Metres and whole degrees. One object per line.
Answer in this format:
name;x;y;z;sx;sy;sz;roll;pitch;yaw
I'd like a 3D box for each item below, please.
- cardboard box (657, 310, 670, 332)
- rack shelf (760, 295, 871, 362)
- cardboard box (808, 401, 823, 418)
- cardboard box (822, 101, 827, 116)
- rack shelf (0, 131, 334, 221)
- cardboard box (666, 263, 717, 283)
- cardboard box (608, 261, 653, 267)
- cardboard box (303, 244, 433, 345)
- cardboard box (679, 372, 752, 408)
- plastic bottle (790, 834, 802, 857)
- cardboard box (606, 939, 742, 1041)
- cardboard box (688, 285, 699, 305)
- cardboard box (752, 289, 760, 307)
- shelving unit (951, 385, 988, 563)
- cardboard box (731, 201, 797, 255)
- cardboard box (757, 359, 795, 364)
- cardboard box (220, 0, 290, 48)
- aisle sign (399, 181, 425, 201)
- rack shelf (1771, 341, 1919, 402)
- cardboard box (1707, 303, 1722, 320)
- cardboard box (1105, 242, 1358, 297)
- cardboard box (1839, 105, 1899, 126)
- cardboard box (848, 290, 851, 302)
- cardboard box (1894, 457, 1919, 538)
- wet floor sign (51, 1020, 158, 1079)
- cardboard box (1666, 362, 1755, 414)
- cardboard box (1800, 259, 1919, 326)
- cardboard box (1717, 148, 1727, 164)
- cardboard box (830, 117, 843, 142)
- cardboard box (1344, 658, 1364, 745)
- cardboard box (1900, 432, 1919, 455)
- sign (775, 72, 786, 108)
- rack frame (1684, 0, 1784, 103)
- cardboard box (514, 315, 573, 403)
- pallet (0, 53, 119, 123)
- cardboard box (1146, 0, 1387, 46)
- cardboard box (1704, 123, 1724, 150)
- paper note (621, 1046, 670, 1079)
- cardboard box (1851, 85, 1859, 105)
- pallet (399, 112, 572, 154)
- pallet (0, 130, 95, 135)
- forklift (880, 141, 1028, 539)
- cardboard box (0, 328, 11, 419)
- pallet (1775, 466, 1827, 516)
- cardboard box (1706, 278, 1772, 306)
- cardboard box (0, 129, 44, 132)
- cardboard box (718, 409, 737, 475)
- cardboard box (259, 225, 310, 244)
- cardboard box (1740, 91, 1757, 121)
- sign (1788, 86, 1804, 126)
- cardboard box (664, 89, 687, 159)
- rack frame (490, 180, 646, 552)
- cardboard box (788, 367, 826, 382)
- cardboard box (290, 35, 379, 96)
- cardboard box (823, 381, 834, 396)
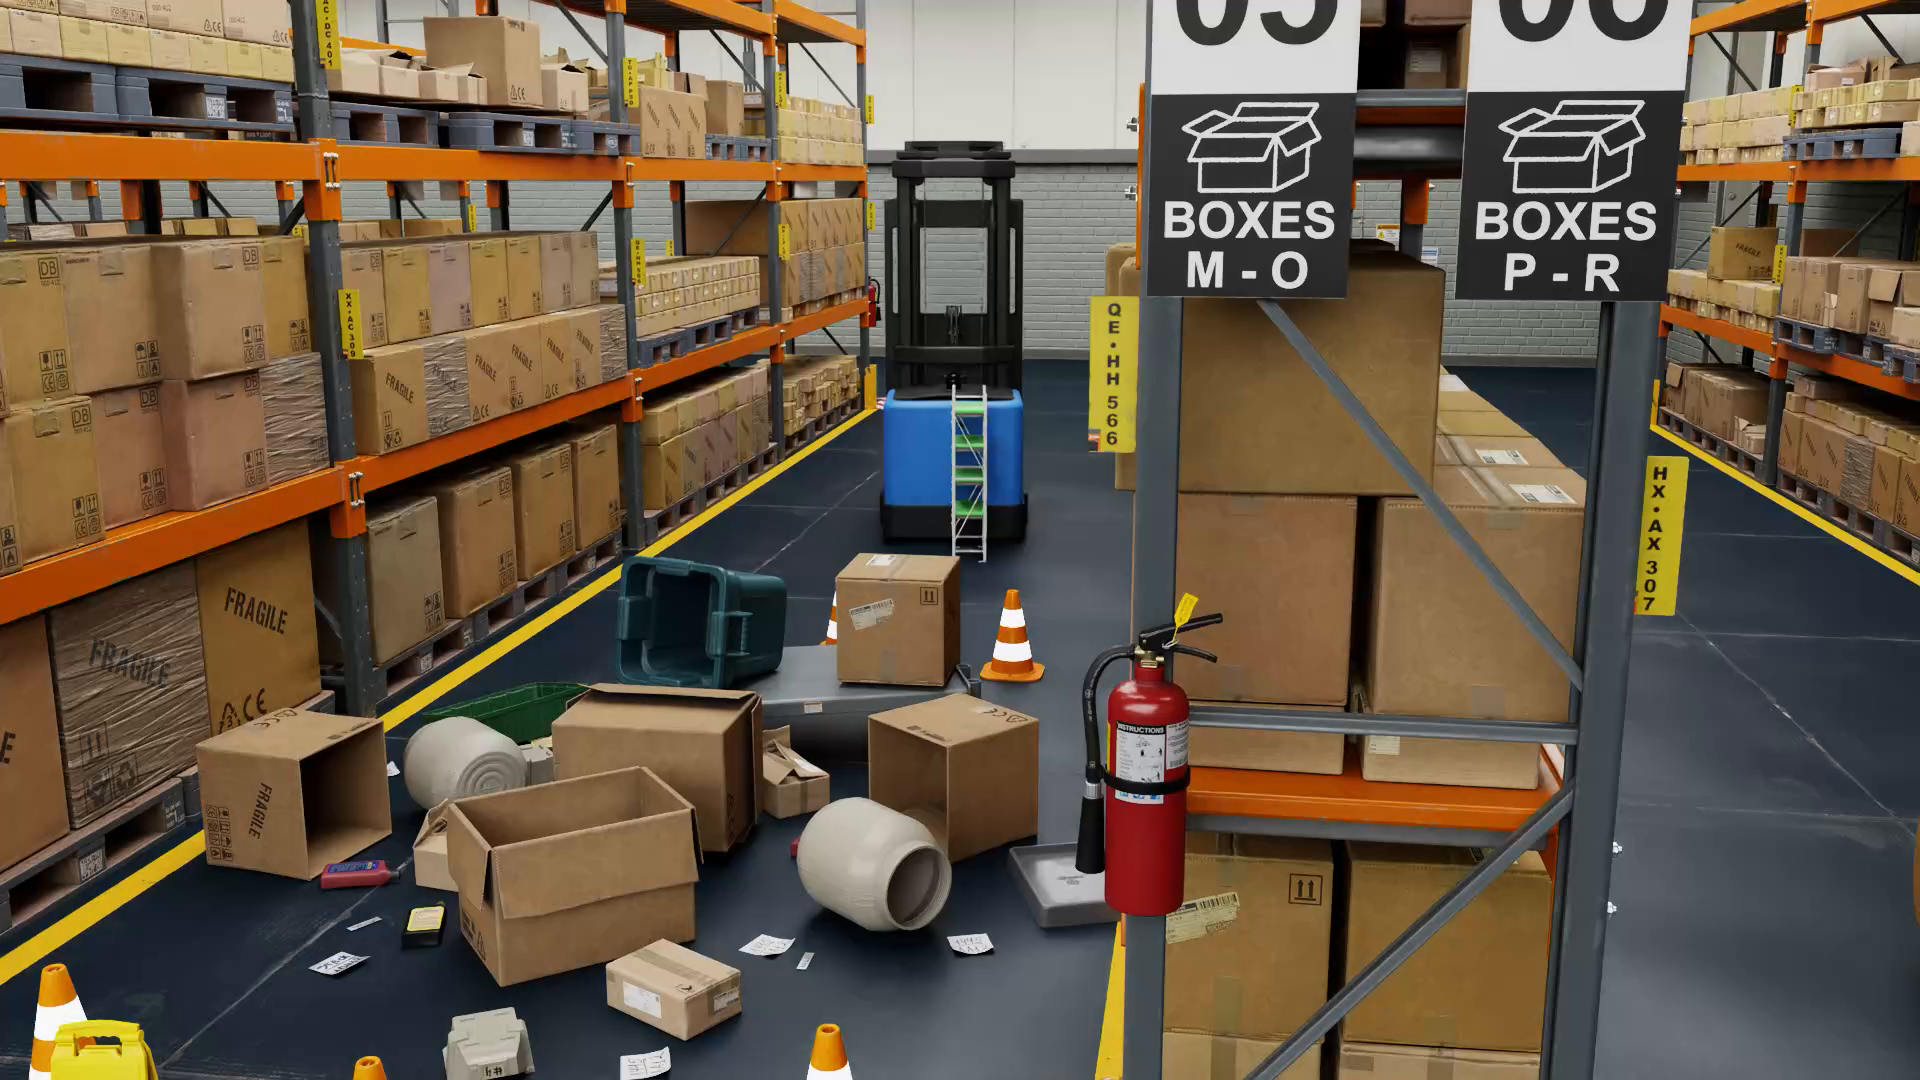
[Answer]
cardboard box;-2.460;-1.688;12.803;0.380;0.149;0.250;3;12;11
rack shelf;-1.888;-2.304;17.771;1.077;0.370;4.000;2;12;9
cardboard box;-1.662;-1.388;17.582;0.380;0.149;0.250;2;12;7
cardboard box;-1.599;-4.506;17.383;0.380;0.149;0.250;2;12;7
rack shelf;-3.733;-1.272;5.863;1.077;0.370;4.000;2;12;9
cardboard box;-2.265;-2.251;14.007;0.380;0.149;0.250;1;12;6
cardboard box;-2.869;-2.329;14.366;0.380;0.149;0.250;2;12;8
cardboard box;-3.278;-1.322;8.897;0.700;0.500;0.500;2;12;8
cardboard box;-2.152;-1.319;14.651;0.500;0.250;0.500;2;12;11
plastic bottle;-0.570;1.210;6.734;0.133;0.061;0.283;4;13;18
cardboard box;-0.928;1.454;5.395;0.380;0.149;0.250;10;15;38
cardboard box;-2.341;-1.997;13.531;0.380;0.149;0.250;2;12;8
cardboard box;-2.061;-2.232;15.332;0.380;0.149;0.250;2;12;7
shelving unit;0.066;-0.477;11.858;0.258;1.200;0.503;0;12;0
cardboard box;-1.885;-3.008;16.015;0.500;0.500;0.500;2;12;10
cardboard box;-2.085;-1.967;18.857;0.380;0.149;0.250;2;12;8
cardboard box;-3.247;-2.256;7.135;0.500;0.250;0.500;2;12;8
aisle sign;-6.751;-4.549;20.311;0.394;0.787;0.004;2;12;9
rack shelf;7.309;-1.172;12.518;1.077;0.370;4.000;2;12;9
cardboard box;7.643;-2.268;16.493;0.380;0.149;0.250;2;12;10
cardboard box;0.791;-0.613;4.900;0.700;0.500;0.500;2;12;8
cardboard box;7.023;-3.275;12.814;0.380;0.149;0.250;2;12;8
cardboard box;-1.450;-2.769;18.817;0.380;0.149;0.250;2;12;8
cardboard box;6.942;-0.289;11.652;0.500;0.500;0.500;2;12;8
wet floor sign;-2.089;1.480;4.094;0.267;0.644;0.232;0;12;-1
cardboard box;8.044;-1.633;17.880;0.797;0.503;0.637;1;12;6
cardboard box;7.242;-1.993;13.385;0.700;0.500;0.500;2;12;9
cardboard box;7.621;-3.741;16.209;0.380;0.149;0.250;2;12;9
cardboard box;-1.558;-4.392;17.802;0.500;0.250;0.500;2;12;9
cardboard box;1.147;0.404;4.095;0.380;0.149;0.250;2;12;9
cardboard box;7.008;-0.683;11.940;0.380;0.149;0.250;2;12;10
sign;-1.646;-4.133;15.271;0.100;0.325;0.005;2;12;9
rack frame;8.232;-5.705;17.605;1.000;3.000;0.127;2;12;9
cardboard box;-2.769;-1.145;10.449;0.500;0.500;0.500;2;12;8
pallet;-3.752;-1.574;5.765;1.003;0.211;1.213;2;12;9
cardboard box;0.678;-1.255;3.729;0.500;0.250;0.500;2;12;8
cardboard box;7.745;-4.015;16.532;0.500;0.250;0.500;2;12;7
paper note;-0.955;1.588;5.050;0.148;0.019;0.142;-2;12;-11
cardboard box;7.091;-3.416;12.760;0.380;0.149;0.250;2;12;9
pallet;-3.026;-2.412;9.893;1.003;0.211;1.213;2;12;11
pallet;-7.649;-3.098;13.076;1.213;0.211;1.003;2;12;11
forklift;-0.048;-1.698;13.415;1.130;2.935;3.031;0;12;0
cardboard box;-3.731;-0.648;5.461;0.875;0.550;0.550;2;12;9
pallet;7.529;-0.406;13.876;1.003;0.211;1.213;2;12;9
cardboard box;7.686;-2.441;16.350;0.500;0.250;0.500;2;12;7
cardboard box;-7.673;-3.440;12.972;0.797;0.503;0.637;3;12;12
cardboard box;-2.222;-0.847;14.239;0.500;0.500;0.500;2;12;7
cardboard box;-6.754;-2.951;16.936;0.500;0.500;0.500;2;12;9
cardboard box;7.612;-4.047;15.493;0.500;0.250;0.500;2;12;10
sign;7.079;-3.675;14.077;0.100;0.325;0.005;2;12;9
cardboard box;-2.390;-3.136;12.568;0.500;0.500;0.500;2;12;9
rack frame;-2.810;-1.406;11.899;1.000;3.000;0.127;2;12;9
cardboard box;-1.659;-1.786;18.021;0.380;0.149;0.250;1;12;7
cardboard box;-3.086;-2.346;8.225;0.258;0.266;0.396;2;12;8
cardboard box;-1.582;-1.640;18.050;0.380;0.149;0.250;3;12;11
